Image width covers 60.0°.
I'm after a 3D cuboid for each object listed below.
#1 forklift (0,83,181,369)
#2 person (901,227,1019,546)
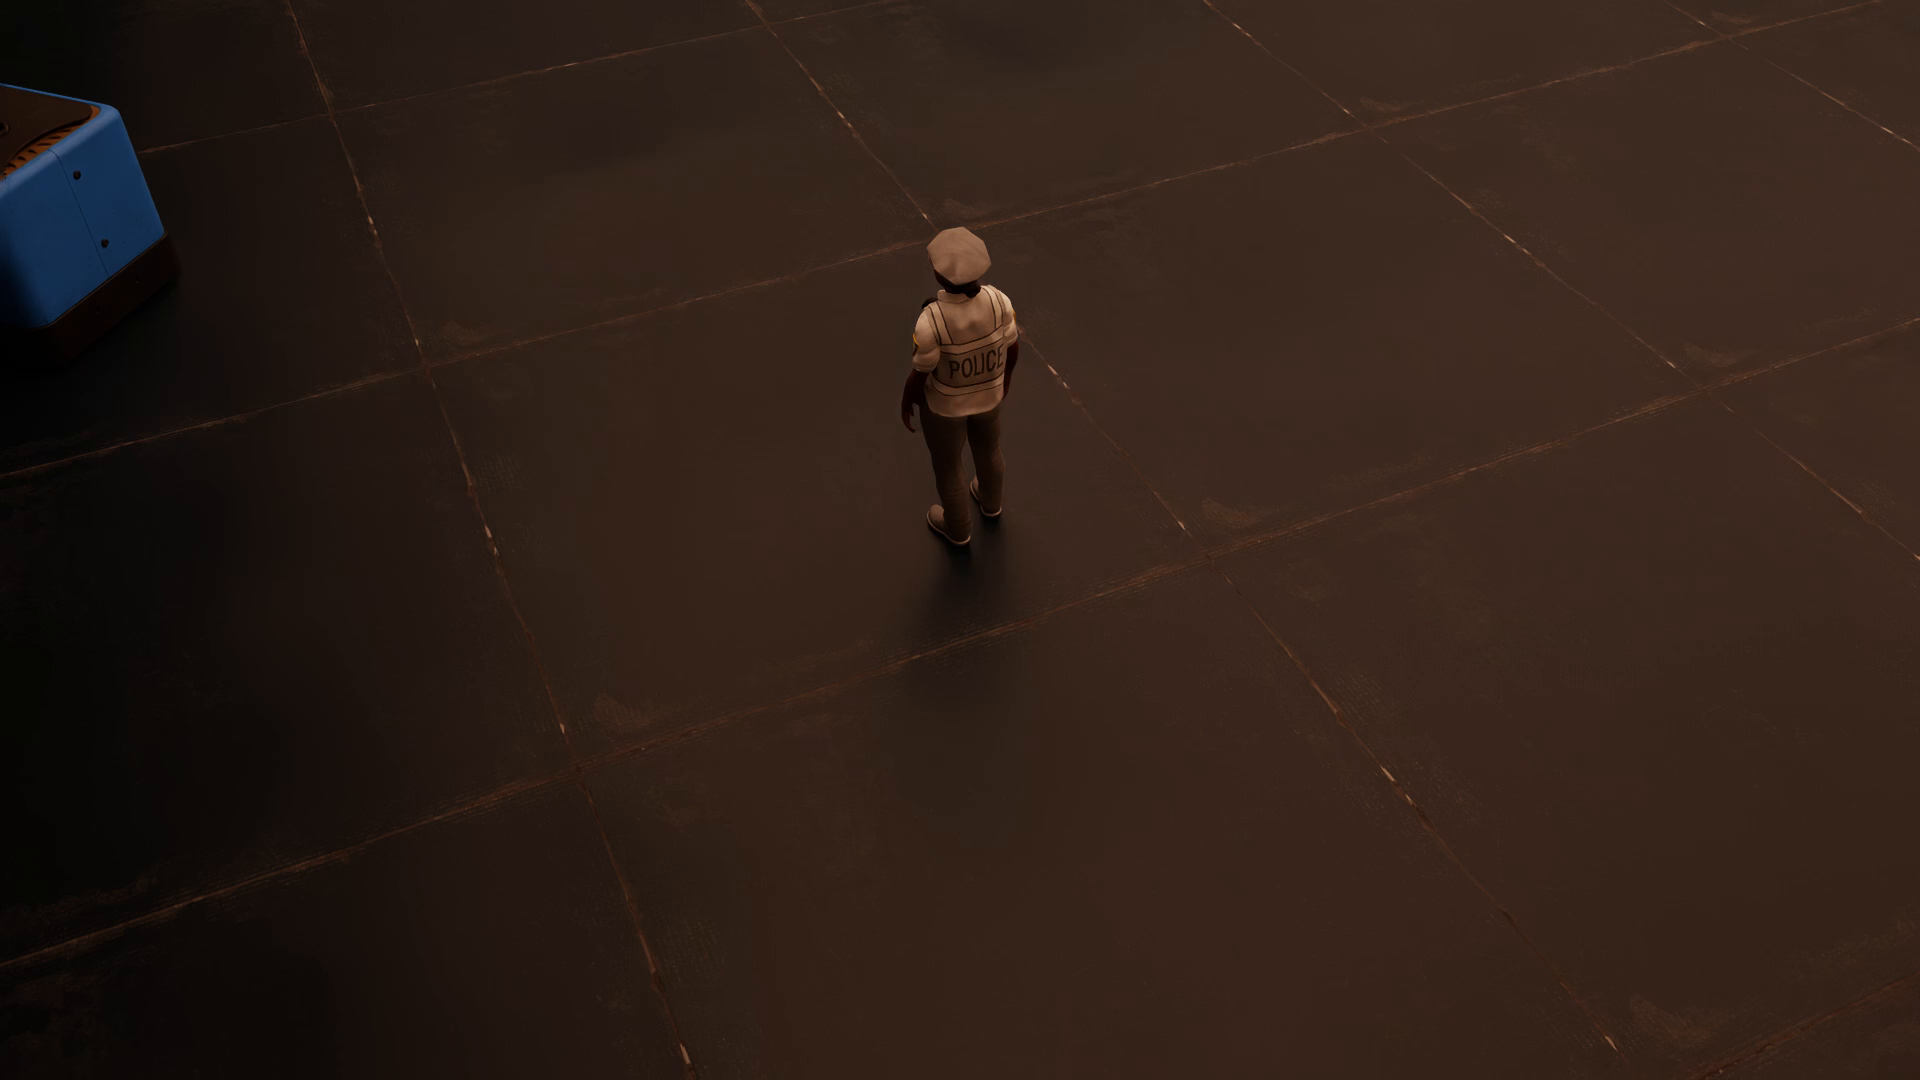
[{"bbox_3d":[-5.951,-2.585,8.450,3.031,2.935,1.130,14,45,14],"label":"forklift"},{"bbox_3d":[-0.013,-0.676,7.302,0.569,1.692,0.530,-18,46,-18],"label":"person"}]
